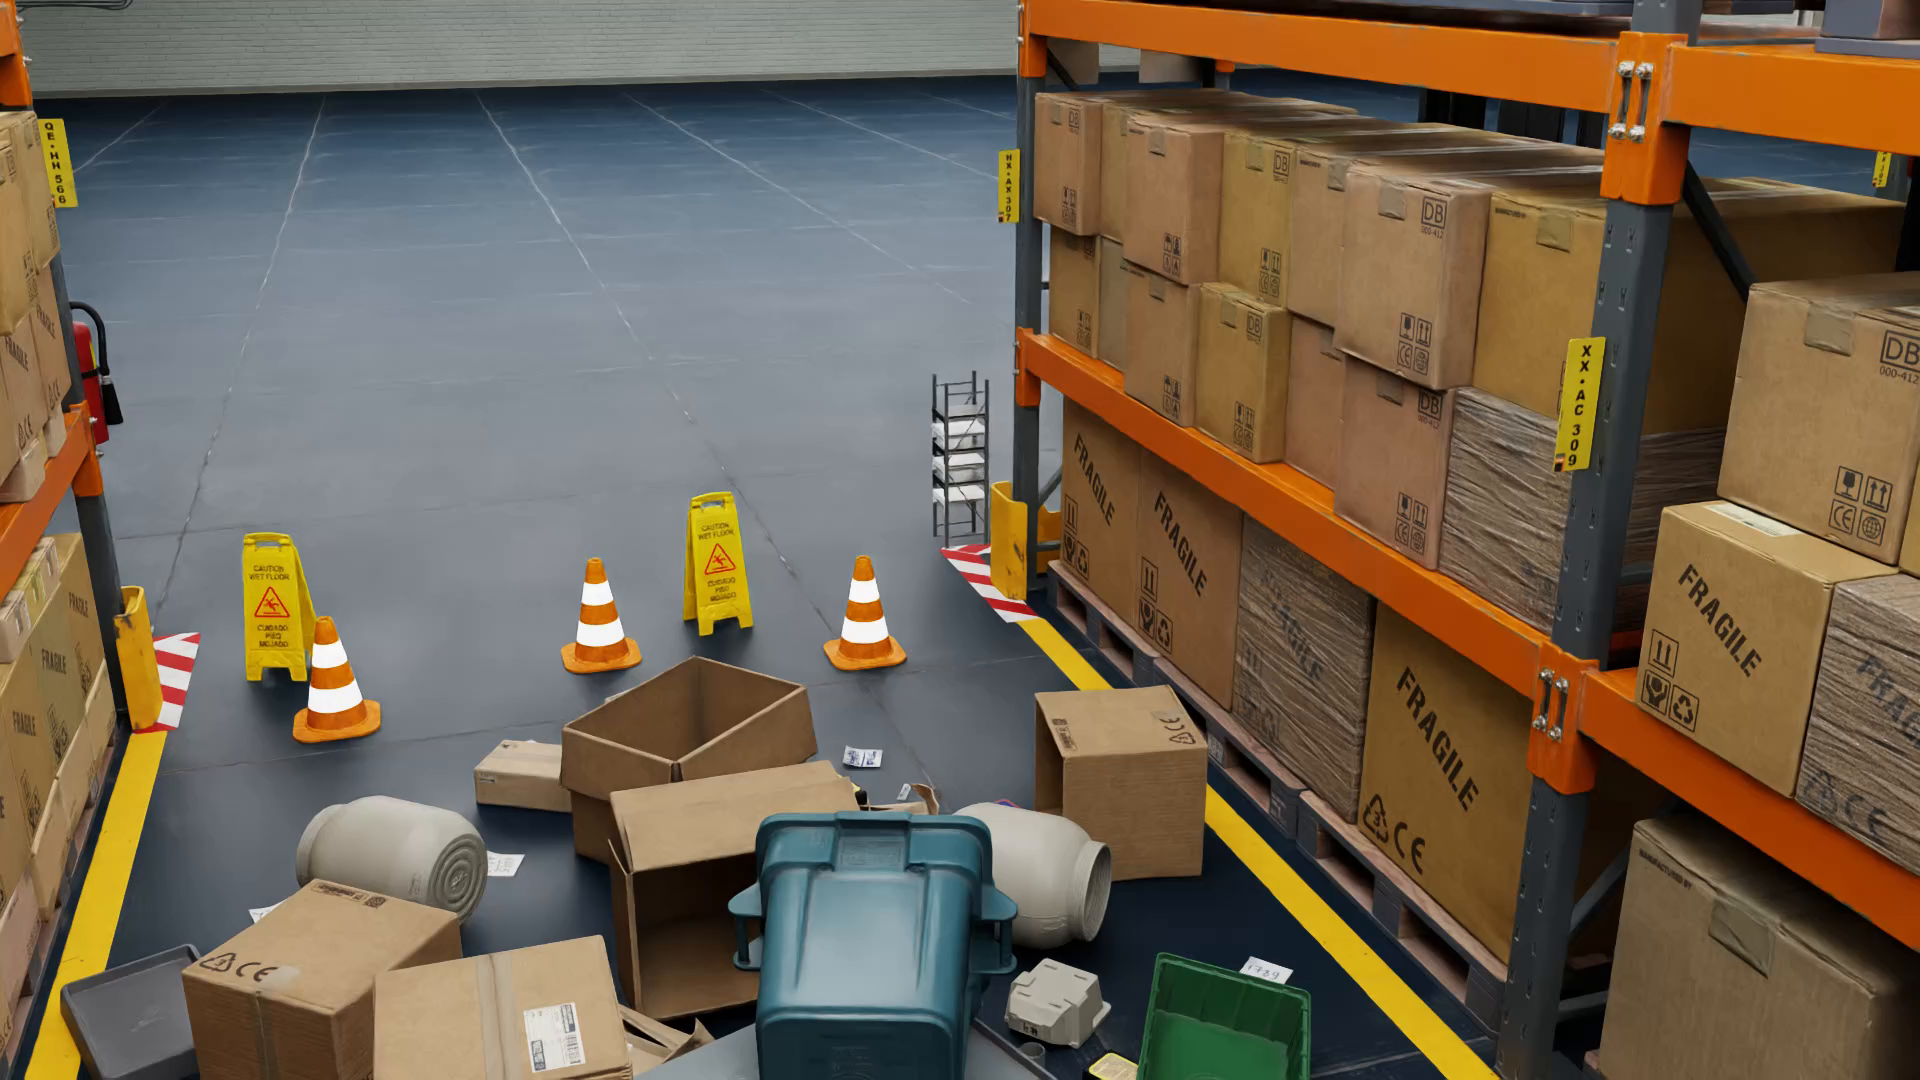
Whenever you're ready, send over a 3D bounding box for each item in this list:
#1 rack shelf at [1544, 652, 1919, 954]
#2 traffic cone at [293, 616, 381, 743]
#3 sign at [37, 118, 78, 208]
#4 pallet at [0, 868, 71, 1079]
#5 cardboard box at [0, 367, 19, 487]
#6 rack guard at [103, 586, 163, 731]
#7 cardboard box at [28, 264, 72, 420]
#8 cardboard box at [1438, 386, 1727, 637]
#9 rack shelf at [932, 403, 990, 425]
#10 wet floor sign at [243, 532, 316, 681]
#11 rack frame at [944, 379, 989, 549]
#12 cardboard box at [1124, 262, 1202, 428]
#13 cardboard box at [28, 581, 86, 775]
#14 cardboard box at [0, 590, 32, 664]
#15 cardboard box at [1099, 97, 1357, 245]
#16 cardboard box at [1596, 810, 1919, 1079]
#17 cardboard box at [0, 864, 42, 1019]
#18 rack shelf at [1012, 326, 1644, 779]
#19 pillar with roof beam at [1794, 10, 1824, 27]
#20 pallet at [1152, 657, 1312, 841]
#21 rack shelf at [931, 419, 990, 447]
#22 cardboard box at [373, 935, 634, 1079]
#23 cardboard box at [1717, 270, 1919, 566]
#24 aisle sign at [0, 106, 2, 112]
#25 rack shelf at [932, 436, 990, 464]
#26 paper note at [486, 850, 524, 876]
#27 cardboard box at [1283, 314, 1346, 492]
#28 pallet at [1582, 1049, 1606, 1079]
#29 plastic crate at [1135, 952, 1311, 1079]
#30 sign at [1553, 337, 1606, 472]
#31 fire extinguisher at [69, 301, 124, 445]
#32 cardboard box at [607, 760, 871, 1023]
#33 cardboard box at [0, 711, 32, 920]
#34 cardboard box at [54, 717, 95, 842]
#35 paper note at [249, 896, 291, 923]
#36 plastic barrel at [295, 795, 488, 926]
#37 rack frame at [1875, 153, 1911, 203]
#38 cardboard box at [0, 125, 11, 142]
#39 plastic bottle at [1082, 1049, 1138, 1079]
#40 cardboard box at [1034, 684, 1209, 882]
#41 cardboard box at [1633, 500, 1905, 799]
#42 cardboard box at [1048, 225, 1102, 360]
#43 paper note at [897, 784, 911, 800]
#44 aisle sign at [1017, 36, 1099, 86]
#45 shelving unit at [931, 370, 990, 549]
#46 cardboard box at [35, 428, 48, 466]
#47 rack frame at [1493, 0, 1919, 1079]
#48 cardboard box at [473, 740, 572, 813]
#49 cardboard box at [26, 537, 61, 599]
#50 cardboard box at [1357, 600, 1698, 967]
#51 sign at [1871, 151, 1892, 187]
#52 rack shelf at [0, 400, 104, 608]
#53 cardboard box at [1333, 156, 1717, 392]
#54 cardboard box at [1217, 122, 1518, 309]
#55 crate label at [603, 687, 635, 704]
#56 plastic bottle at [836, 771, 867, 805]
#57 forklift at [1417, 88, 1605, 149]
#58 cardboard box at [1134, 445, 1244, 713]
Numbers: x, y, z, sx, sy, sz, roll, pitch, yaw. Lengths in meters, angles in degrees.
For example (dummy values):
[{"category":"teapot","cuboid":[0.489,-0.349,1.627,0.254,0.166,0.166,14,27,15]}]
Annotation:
[{"category":"rack shelf","cuboid":[2.637,1.042,2.641,1.077,0.370,4.000,-6,21,-17]},{"category":"traffic cone","cuboid":[-2.556,0.532,6.752,0.336,0.463,0.334,-6,21,-17]},{"category":"sign","cuboid":[-3.383,-1.409,6.223,0.100,0.325,0.005,-6,21,-17]},{"category":"pallet","cuboid":[-3.291,1.329,4.905,1.003,0.211,1.213,-6,21,-17]},{"category":"cardboard box","cuboid":[-3.177,-0.383,4.958,0.500,0.500,0.500,-6,21,-17]},{"category":"rack guard","cuboid":[-3.892,0.538,6.680,1.175,0.500,0.348,-6,21,-17]},{"category":"cardboard box","cuboid":[-3.484,-0.705,5.855,0.500,0.500,0.500,-7,21,-18]},{"category":"cardboard box","cuboid":[1.881,-0.126,4.607,0.875,0.550,0.550,-6,21,-17]},{"category":"rack shelf","cuboid":[0.002,-0.644,8.677,0.258,0.077,0.200,-6,21,-17]},{"category":"wet floor sign","cuboid":[-2.960,0.270,7.210,0.267,0.644,0.232,1,20,2]},{"category":"rack frame","cuboid":[0.034,-0.388,8.666,0.240,0.900,0.006,-6,21,-17]},{"category":"cardboard box","cuboid":[1.161,-0.811,6.514,0.875,0.550,0.550,-6,21,-17]},{"category":"cardboard box","cuboid":[-3.250,0.477,5.489,0.500,0.500,0.500,-6,21,-15]},{"category":"cardboard box","cuboid":[-3.081,0.281,5.075,0.380,0.149,0.250,-5,20,-15]},{"category":"cardboard box","cuboid":[1.091,-1.510,6.865,0.875,0.550,0.550,-6,21,-17]},{"category":"cardboard box","cuboid":[2.289,1.113,4.088,1.050,0.750,0.750,-6,21,-17]},{"category":"cardboard box","cuboid":[-2.936,1.159,4.699,0.500,0.250,0.500,-7,21,-18]},{"category":"rack shelf","cuboid":[1.380,-0.241,6.215,1.077,0.370,4.000,-6,21,-17]},{"category":"pillar with roof beam","cuboid":[10.895,-11.305,27.077,9.100,9.000,0.400,-6,21,-17]},{"category":"pallet","cuboid":[1.457,0.730,6.572,1.003,0.211,1.213,-6,21,-17]},{"category":"rack shelf","cuboid":[0.002,-0.559,8.708,0.258,0.077,0.200,-6,21,-17]},{"category":"cardboard box","cuboid":[-0.979,1.242,3.600,0.500,0.500,0.500,-6,21,-17]},{"category":"cardboard box","cuboid":[2.170,-0.297,3.679,0.700,0.500,0.500,-7,21,-18]},{"category":"aisle sign","cuboid":[-3.660,-1.937,6.027,0.394,0.787,0.004,-6,21,-17]},{"category":"rack shelf","cuboid":[0.002,-0.474,8.738,0.258,0.077,0.200,-6,21,-17]},{"category":"paper note","cuboid":[-1.605,1.120,5.770,0.148,0.019,0.142,1,20,2]},{"category":"cardboard box","cuboid":[1.629,-0.486,5.609,0.875,0.550,0.550,-6,21,-17]},{"category":"pallet","cuboid":[2.322,1.614,4.111,1.003,0.211,1.213,-6,21,-17]},{"category":"plastic crate","cuboid":[0.710,1.442,4.540,0.450,0.188,0.662,13,22,7]},{"category":"sign","cuboid":[1.482,-0.323,3.981,0.100,0.325,0.005,-6,21,-17]},{"category":"fire extinguisher","cuboid":[-3.515,-0.712,6.577,0.296,0.674,0.183,-6,21,-17]},{"category":"cardboard box","cuboid":[-0.659,1.042,5.071,0.797,0.637,0.503,-6,21,-17]},{"category":"cardboard box","cuboid":[-2.929,0.809,4.564,0.500,0.500,0.500,-5,20,-14]},{"category":"cardboard box","cuboid":[-3.251,0.831,5.612,0.500,0.250,0.500,-6,21,-17]},{"category":"paper note","cuboid":[-2.239,1.227,5.456,0.142,0.019,0.148,-15,25,-36]},{"category":"plastic barrel","cuboid":[-1.830,1.051,5.363,0.512,0.421,0.421,8,21,20]},{"category":"rack frame","cuboid":[5.492,-1.716,9.257,1.000,3.000,0.127,-6,21,-17]},{"category":"cardboard box","cuboid":[-3.396,-1.017,5.243,0.700,0.500,0.500,-6,21,-17]},{"category":"plastic bottle","cuboid":[0.489,1.517,4.603,0.283,0.061,0.133,17,26,39]},{"category":"cardboard box","cuboid":[0.546,0.848,5.812,0.500,0.500,0.500,-3,20,-8]},{"category":"cardboard box","cuboid":[1.918,0.212,3.740,0.500,0.500,0.500,-6,21,-17]},{"category":"cardboard box","cuboid":[0.911,-1.178,7.537,0.875,0.550,0.550,-6,21,-17]},{"category":"paper note","cuboid":[-0.208,0.948,6.261,0.032,0.001,0.123,4,20,11]},{"category":"aisle sign","cuboid":[0.444,-2.436,7.415,0.394,0.787,0.004,-6,21,-17]},{"category":"shelving unit","cuboid":[0.002,-0.421,8.757,0.258,0.900,0.210,-6,21,-17]},{"category":"cardboard box","cuboid":[-3.350,-0.294,5.668,0.380,0.149,0.250,-7,21,-18]},{"category":"rack frame","cuboid":[2.008,0.062,4.306,1.000,3.000,0.127,-6,21,-17]},{"category":"cardboard box","cuboid":[-1.587,0.884,6.235,0.380,0.149,0.250,4,20,11]},{"category":"cardboard box","cuboid":[-3.238,0.115,5.536,0.380,0.149,0.250,-6,21,-16]},{"category":"cardboard box","cuboid":[1.877,0.655,5.177,0.875,0.875,0.875,-6,21,-16]},{"category":"sign","cuboid":[4.976,-2.066,8.950,0.100,0.325,0.005,-6,21,-17]},{"category":"rack shelf","cuboid":[-3.288,0.317,4.660,1.077,0.370,4.000,-6,21,-17]},{"category":"cardboard box","cuboid":[1.642,-0.803,4.895,0.875,0.550,0.550,-6,21,-17]},{"category":"cardboard box","cuboid":[1.429,-1.160,5.890,0.875,0.550,0.500,-6,21,-17]},{"category":"crate label","cuboid":[-1.304,0.704,6.755,0.298,0.136,0.250,17,26,39]},{"category":"plastic bottle","cuboid":[-0.440,0.948,6.187,0.133,0.061,0.283,-15,25,-36]},{"category":"forklift","cuboid":[3.415,-1.791,9.567,3.031,2.935,1.130,-7,21,-18]},{"category":"cardboard box","cuboid":[1.306,0.073,6.796,0.875,0.875,0.875,-7,21,-18]}]
